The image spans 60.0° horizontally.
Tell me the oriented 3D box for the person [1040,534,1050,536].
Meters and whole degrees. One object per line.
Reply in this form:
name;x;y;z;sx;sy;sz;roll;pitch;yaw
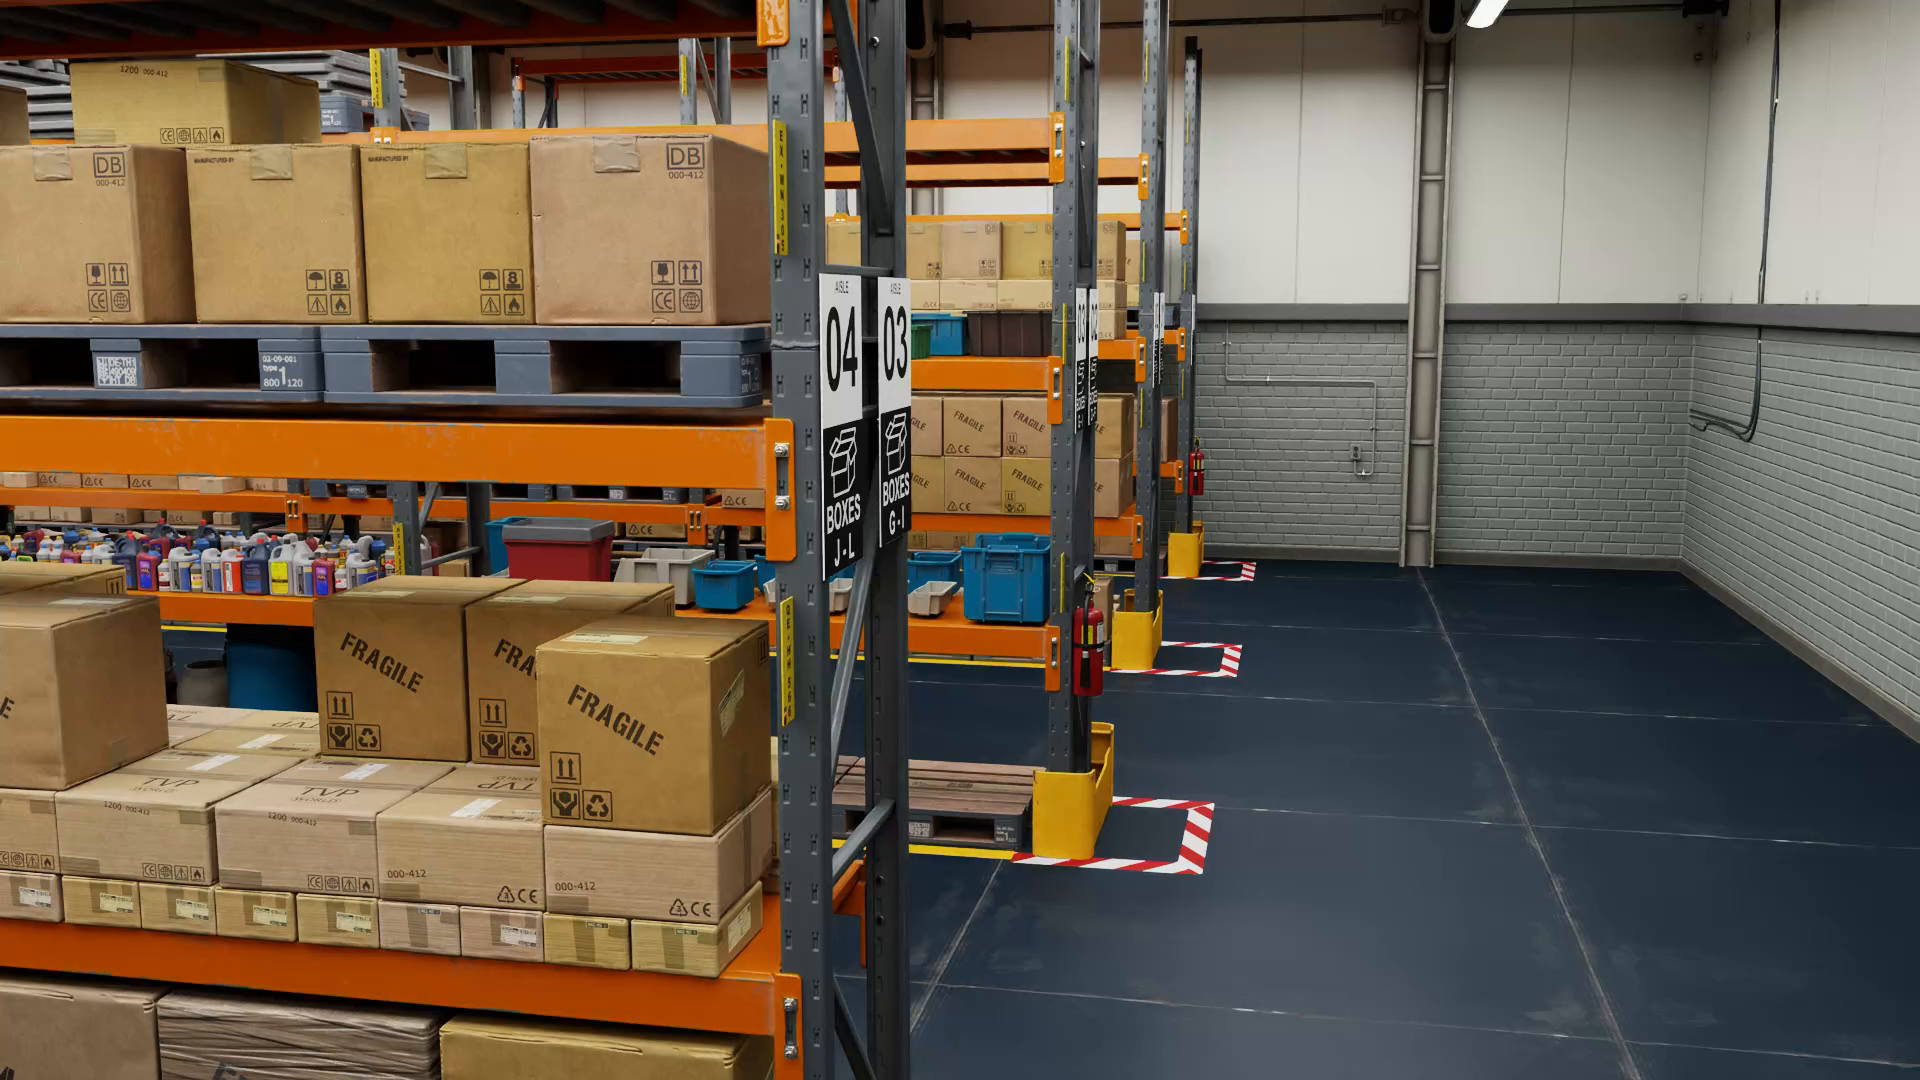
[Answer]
person;1.021;-0.012;16.411;0.679;1.588;0.426;2;9;17
